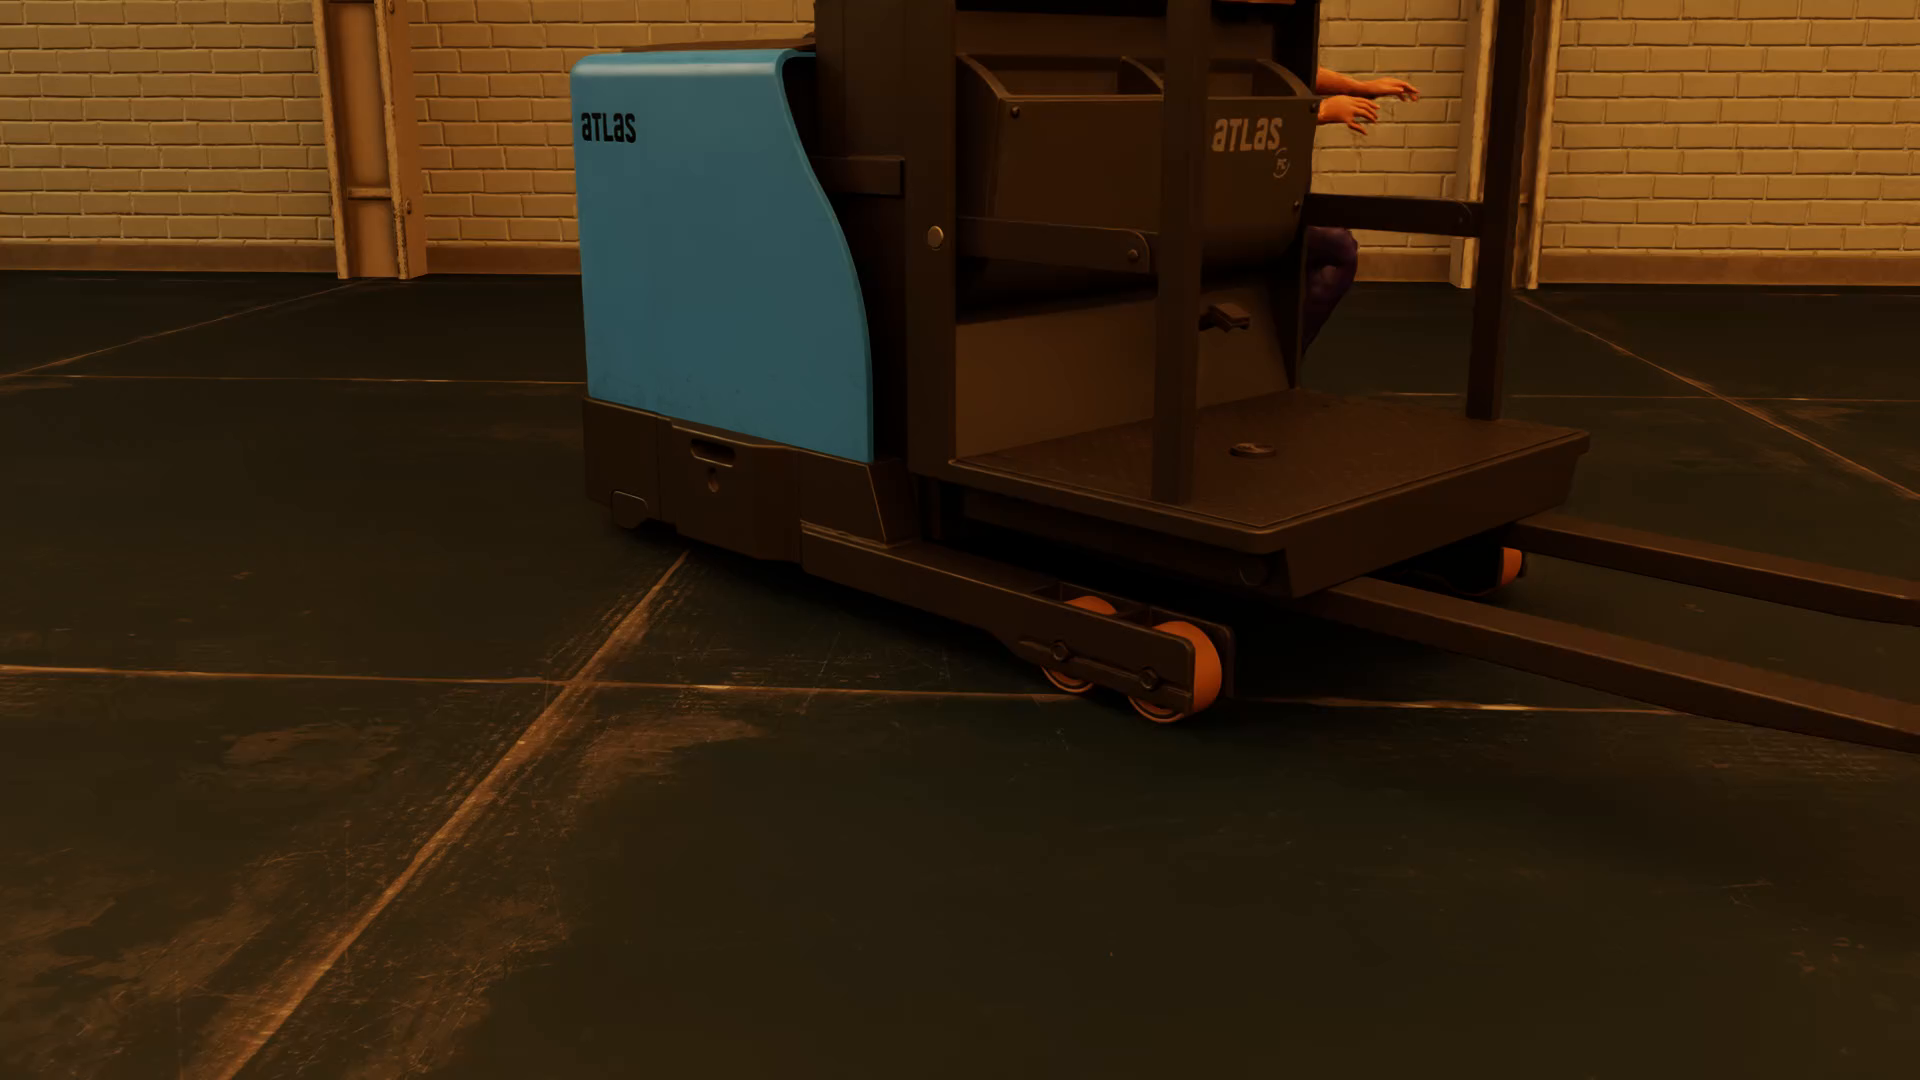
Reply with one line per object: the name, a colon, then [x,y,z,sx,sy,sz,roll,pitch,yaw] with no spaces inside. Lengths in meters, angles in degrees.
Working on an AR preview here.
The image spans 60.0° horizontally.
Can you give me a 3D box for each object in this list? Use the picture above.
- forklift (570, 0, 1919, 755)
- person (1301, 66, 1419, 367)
forklift: [0.507,-1.268,2.889,1.130,2.935,3.031,-14,21,-42]
person: [0.814,-0.929,4.478,0.694,1.397,1.009,10,18,31]
